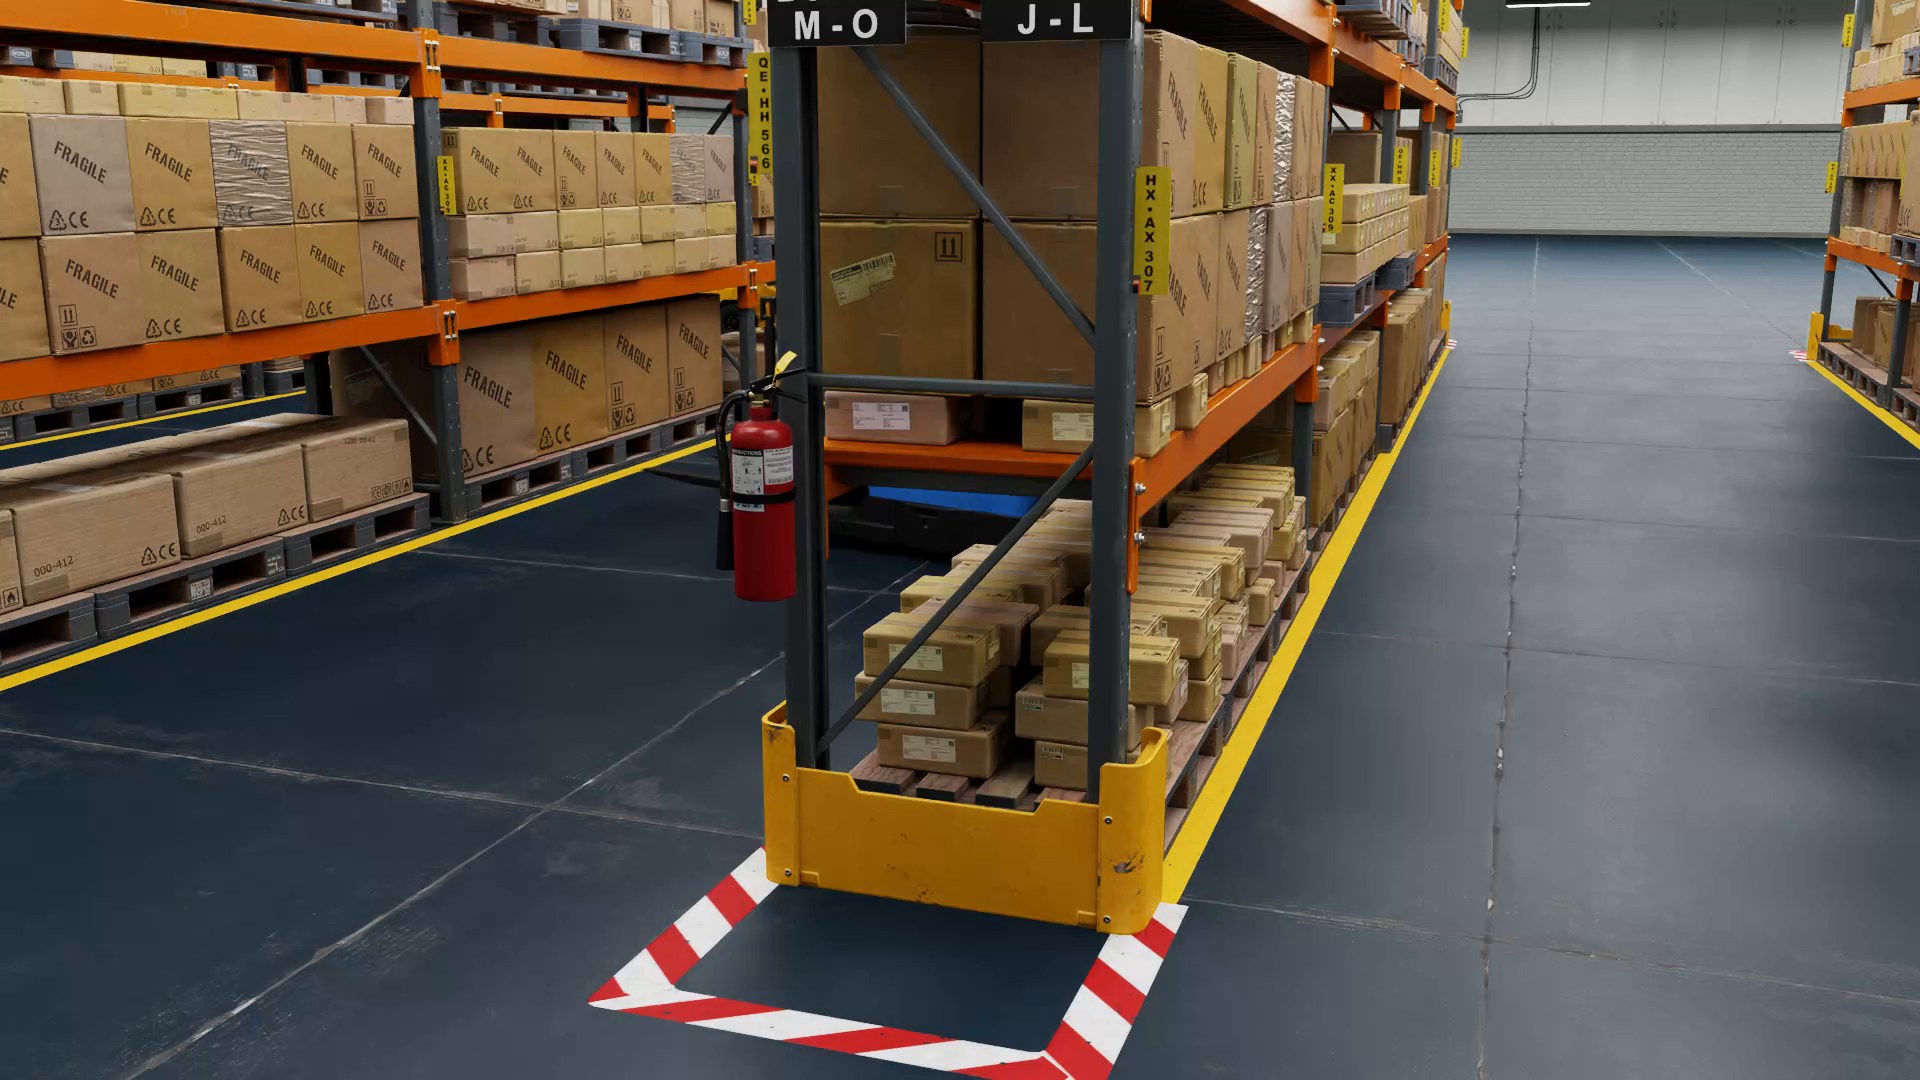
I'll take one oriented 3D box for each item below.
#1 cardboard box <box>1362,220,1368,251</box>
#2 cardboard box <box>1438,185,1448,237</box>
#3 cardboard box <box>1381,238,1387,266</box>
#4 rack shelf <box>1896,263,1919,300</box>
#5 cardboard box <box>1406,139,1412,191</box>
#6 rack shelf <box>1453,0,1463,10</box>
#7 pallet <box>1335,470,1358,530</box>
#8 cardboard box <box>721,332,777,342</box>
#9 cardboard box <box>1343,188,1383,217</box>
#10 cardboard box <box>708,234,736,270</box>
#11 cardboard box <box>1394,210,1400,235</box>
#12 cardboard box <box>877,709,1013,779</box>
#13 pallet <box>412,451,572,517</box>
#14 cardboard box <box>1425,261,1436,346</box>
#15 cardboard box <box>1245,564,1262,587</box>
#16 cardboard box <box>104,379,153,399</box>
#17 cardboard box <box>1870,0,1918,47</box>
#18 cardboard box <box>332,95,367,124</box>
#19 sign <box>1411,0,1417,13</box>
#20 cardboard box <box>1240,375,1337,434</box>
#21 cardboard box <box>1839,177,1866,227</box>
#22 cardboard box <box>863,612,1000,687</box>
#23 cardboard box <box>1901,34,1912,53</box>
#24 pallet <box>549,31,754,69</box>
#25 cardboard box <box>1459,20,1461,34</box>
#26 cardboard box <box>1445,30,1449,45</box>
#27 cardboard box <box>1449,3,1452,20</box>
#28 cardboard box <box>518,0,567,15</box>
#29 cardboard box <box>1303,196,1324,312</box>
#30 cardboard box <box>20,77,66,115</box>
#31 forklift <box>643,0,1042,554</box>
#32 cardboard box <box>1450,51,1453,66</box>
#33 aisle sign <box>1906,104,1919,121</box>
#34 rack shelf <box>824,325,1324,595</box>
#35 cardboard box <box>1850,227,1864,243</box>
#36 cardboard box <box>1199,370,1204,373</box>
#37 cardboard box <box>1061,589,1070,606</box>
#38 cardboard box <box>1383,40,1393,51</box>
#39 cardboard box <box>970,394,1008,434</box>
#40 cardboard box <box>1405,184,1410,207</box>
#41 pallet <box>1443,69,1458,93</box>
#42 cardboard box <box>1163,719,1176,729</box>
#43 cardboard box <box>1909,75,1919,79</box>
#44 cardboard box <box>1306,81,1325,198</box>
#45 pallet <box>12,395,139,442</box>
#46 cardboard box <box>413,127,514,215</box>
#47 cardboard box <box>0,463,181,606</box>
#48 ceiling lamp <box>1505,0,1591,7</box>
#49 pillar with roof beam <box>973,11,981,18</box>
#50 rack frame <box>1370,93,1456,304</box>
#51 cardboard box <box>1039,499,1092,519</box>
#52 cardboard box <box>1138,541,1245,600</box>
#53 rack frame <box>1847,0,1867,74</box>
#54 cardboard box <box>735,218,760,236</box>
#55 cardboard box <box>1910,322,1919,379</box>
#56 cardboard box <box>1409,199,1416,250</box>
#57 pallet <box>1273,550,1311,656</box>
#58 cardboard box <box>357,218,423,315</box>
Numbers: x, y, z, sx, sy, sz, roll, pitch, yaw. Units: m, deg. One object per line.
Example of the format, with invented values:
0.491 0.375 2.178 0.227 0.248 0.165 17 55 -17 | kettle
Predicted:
1.919 -1.590 8.665 0.380 0.149 0.250 4 13 17 | cardboard box
4.922 -3.659 18.441 0.875 0.550 0.550 4 14 18 | cardboard box
2.339 -1.718 9.896 0.380 0.149 0.250 4 13 16 | cardboard box
7.876 -1.792 12.216 1.077 0.370 4.000 4 14 18 | rack shelf
3.708 -3.374 15.056 0.700 0.500 0.500 4 13 17 | cardboard box
4.510 -5.743 16.940 1.077 0.370 4.000 4 14 18 | rack shelf
1.918 -0.320 10.417 1.003 0.211 1.213 4 14 18 | pallet
-1.725 -1.633 14.864 0.950 0.372 0.625 4 13 17 | cardboard box
2.172 -1.899 9.352 0.380 0.149 0.250 4 14 18 | cardboard box
-2.066 -2.237 12.885 0.500 0.250 0.500 4 13 16 | cardboard box
2.591 -2.026 10.576 0.380 0.149 0.250 4 14 19 | cardboard box
-0.047 0.644 5.390 0.380 0.149 0.250 5 14 19 | cardboard box
-3.264 -0.401 10.773 1.003 0.211 1.213 4 14 18 | pallet
4.420 -2.429 17.219 0.875 0.875 0.875 4 14 19 | cardboard box
1.089 0.088 7.157 0.380 0.149 0.250 5 14 20 | cardboard box
-7.118 -1.458 13.811 0.500 0.500 0.500 5 14 21 | cardboard box
9.081 -5.013 15.953 0.500 0.500 0.500 4 14 18 | cardboard box
-3.429 -2.310 8.939 0.380 0.149 0.250 5 14 20 | cardboard box
3.081 -3.775 11.384 0.100 0.325 0.005 4 14 18 | sign
1.763 -0.746 9.005 0.500 0.250 0.500 4 13 16 | cardboard box
9.613 -3.486 17.128 0.875 0.500 0.500 4 14 18 | cardboard box
-0.089 0.350 5.341 0.380 0.149 0.250 5 14 19 | cardboard box
8.592 -4.406 14.749 0.380 0.149 0.250 4 13 17 | cardboard box
-2.306 -3.666 12.493 1.213 0.211 1.003 5 14 21 | pallet
5.287 -5.619 18.228 0.380 0.149 0.250 4 14 19 | cardboard box
4.448 -4.919 16.059 0.500 0.250 0.500 4 14 18 | cardboard box
4.630 -5.192 16.356 0.380 0.149 0.250 5 14 19 | cardboard box
-2.702 -3.388 10.429 0.380 0.166 0.250 3 13 15 | cardboard box
1.385 -1.330 7.679 0.500 0.500 0.500 4 14 18 | cardboard box
-4.047 -1.881 7.058 0.380 0.149 0.250 4 14 19 | cardboard box
-0.569 -1.520 9.559 3.031 2.935 1.130 9 16 35 | forklift
4.876 -4.962 17.144 0.380 0.149 0.250 5 14 19 | cardboard box
10.121 -4.665 17.344 0.394 0.787 0.004 4 14 18 | aisle sign
0.627 -0.486 6.494 1.077 0.370 4.000 4 14 18 | rack shelf
9.244 -3.084 16.823 0.380 0.149 0.250 4 14 18 | cardboard box
0.641 -0.567 5.796 0.380 0.149 0.250 4 14 18 | cardboard box
0.203 0.273 6.345 0.380 0.149 0.250 5 14 19 | cardboard box
2.475 -3.367 10.531 0.500 0.500 0.500 4 14 18 | cardboard box
-0.066 -0.432 5.204 0.380 0.149 0.250 4 14 18 | cardboard box
2.844 -2.336 11.267 0.380 0.149 0.250 4 13 16 | cardboard box
4.927 -5.047 18.317 1.003 0.211 1.213 4 14 18 | pallet
0.533 0.568 5.720 0.380 0.149 0.250 5 14 19 | cardboard box
8.424 -4.068 14.166 0.500 0.250 0.500 5 14 21 | cardboard box
1.378 -1.821 7.584 0.500 0.500 0.500 4 13 16 | cardboard box
-7.520 -1.022 13.491 1.003 0.211 1.213 4 14 18 | pallet
-3.028 -2.201 9.920 0.500 0.500 0.500 5 14 19 | cardboard box
-4.329 -0.046 7.762 0.875 0.438 0.875 5 14 20 | cardboard box
14.607 -14.794 40.964 2.000 3.185 0.800 4 14 18 | ceiling lamp
4.562 -10.799 36.580 9.100 9.000 0.400 4 14 18 | pillar with roof beam
5.157 -3.785 19.328 1.000 3.000 0.127 4 14 18 | rack frame
0.564 -0.090 7.269 0.380 0.149 0.250 5 14 20 | cardboard box
0.878 0.115 6.369 0.380 0.149 0.250 5 14 19 | cardboard box
9.817 -6.331 17.003 1.000 3.000 0.127 4 14 18 | rack frame
-1.867 -2.573 13.639 0.380 0.149 0.250 4 13 15 | cardboard box
8.690 -1.631 14.568 0.500 0.500 0.500 4 13 17 | cardboard box
3.458 -2.542 13.660 0.500 0.500 0.500 4 14 18 | cardboard box
1.090 0.245 7.938 1.003 0.211 1.213 4 14 18 | pallet
-3.350 -1.526 9.207 0.500 0.500 0.500 4 14 19 | cardboard box
